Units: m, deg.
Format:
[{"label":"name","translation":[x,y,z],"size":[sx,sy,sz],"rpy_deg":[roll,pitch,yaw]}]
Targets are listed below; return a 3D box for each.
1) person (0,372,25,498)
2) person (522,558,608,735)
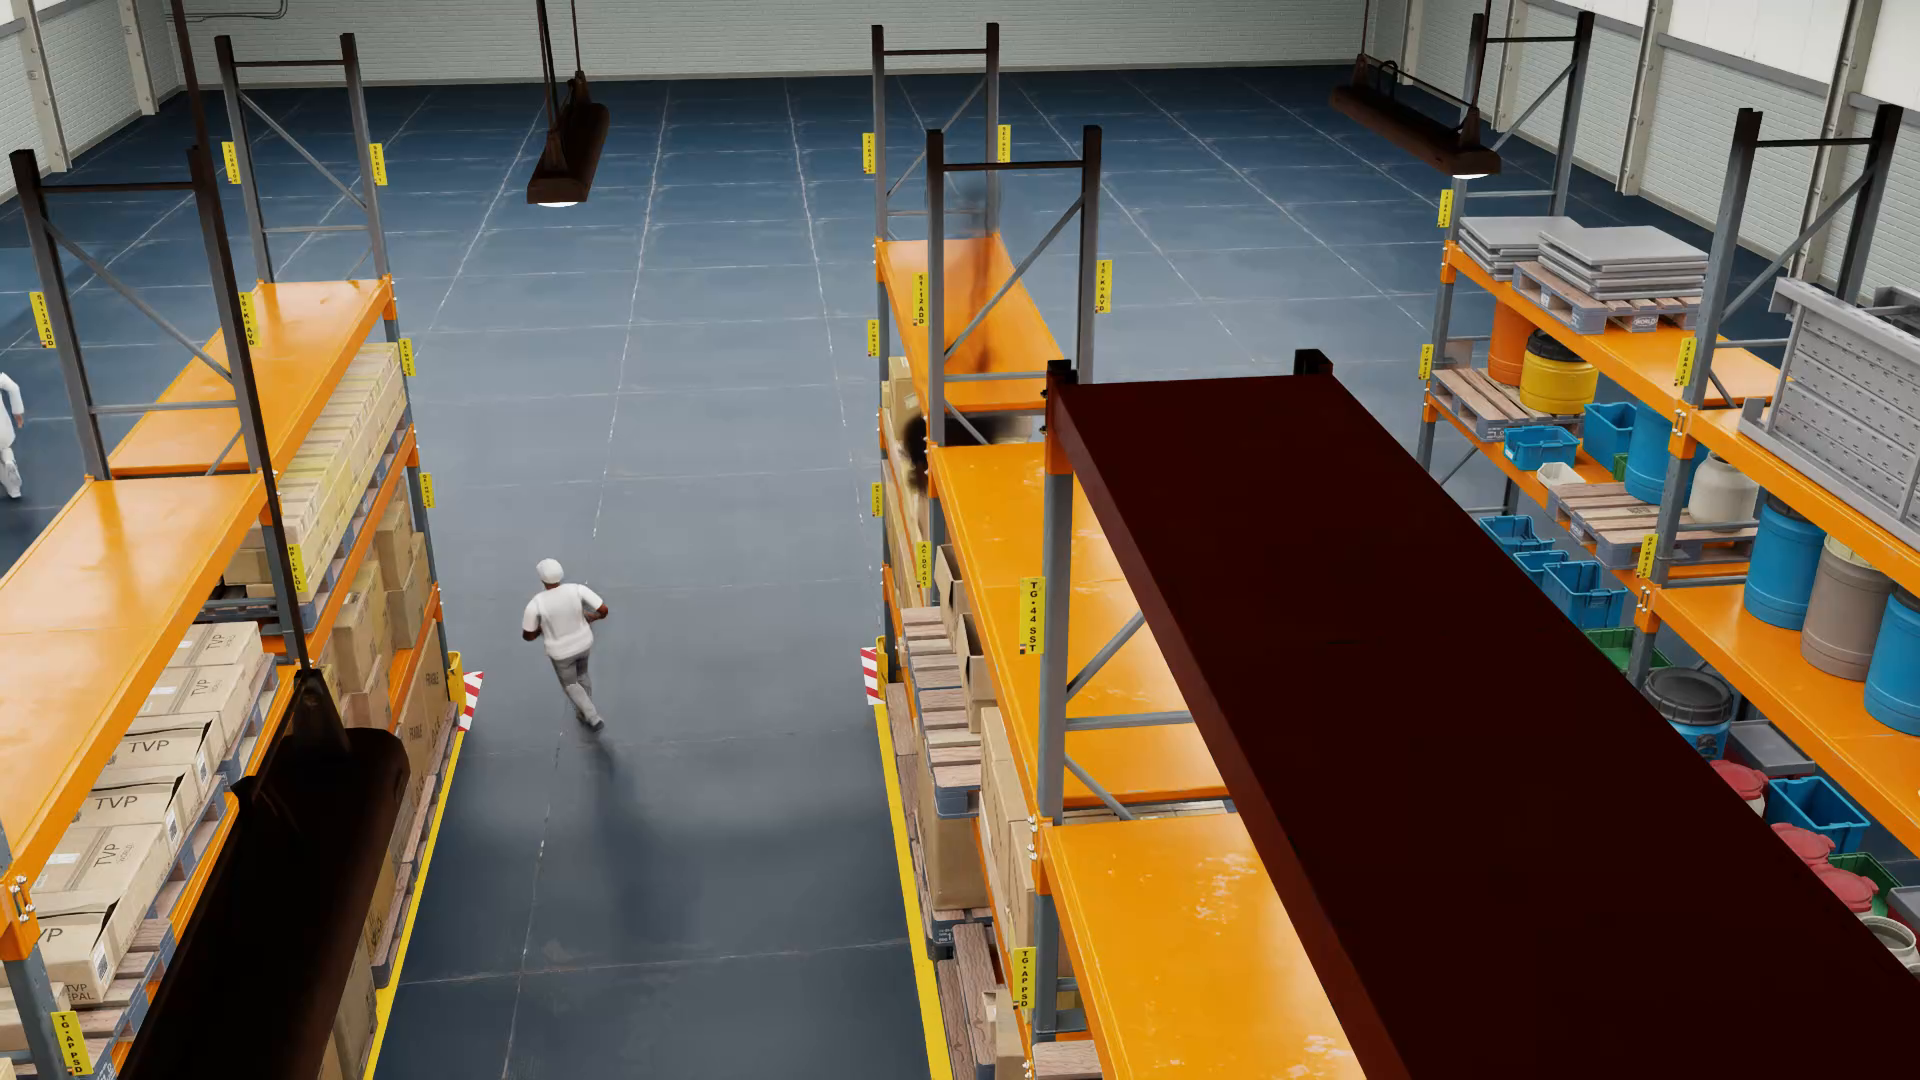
[{"label":"person","translation":[-11.250,-1.317,19.325],"size":[0.697,1.706,0.780],"rpy_deg":[-21,32,-36]},{"label":"person","translation":[-3.434,0.959,14.536],"size":[0.746,1.728,0.777],"rpy_deg":[-13,29,-26]}]
